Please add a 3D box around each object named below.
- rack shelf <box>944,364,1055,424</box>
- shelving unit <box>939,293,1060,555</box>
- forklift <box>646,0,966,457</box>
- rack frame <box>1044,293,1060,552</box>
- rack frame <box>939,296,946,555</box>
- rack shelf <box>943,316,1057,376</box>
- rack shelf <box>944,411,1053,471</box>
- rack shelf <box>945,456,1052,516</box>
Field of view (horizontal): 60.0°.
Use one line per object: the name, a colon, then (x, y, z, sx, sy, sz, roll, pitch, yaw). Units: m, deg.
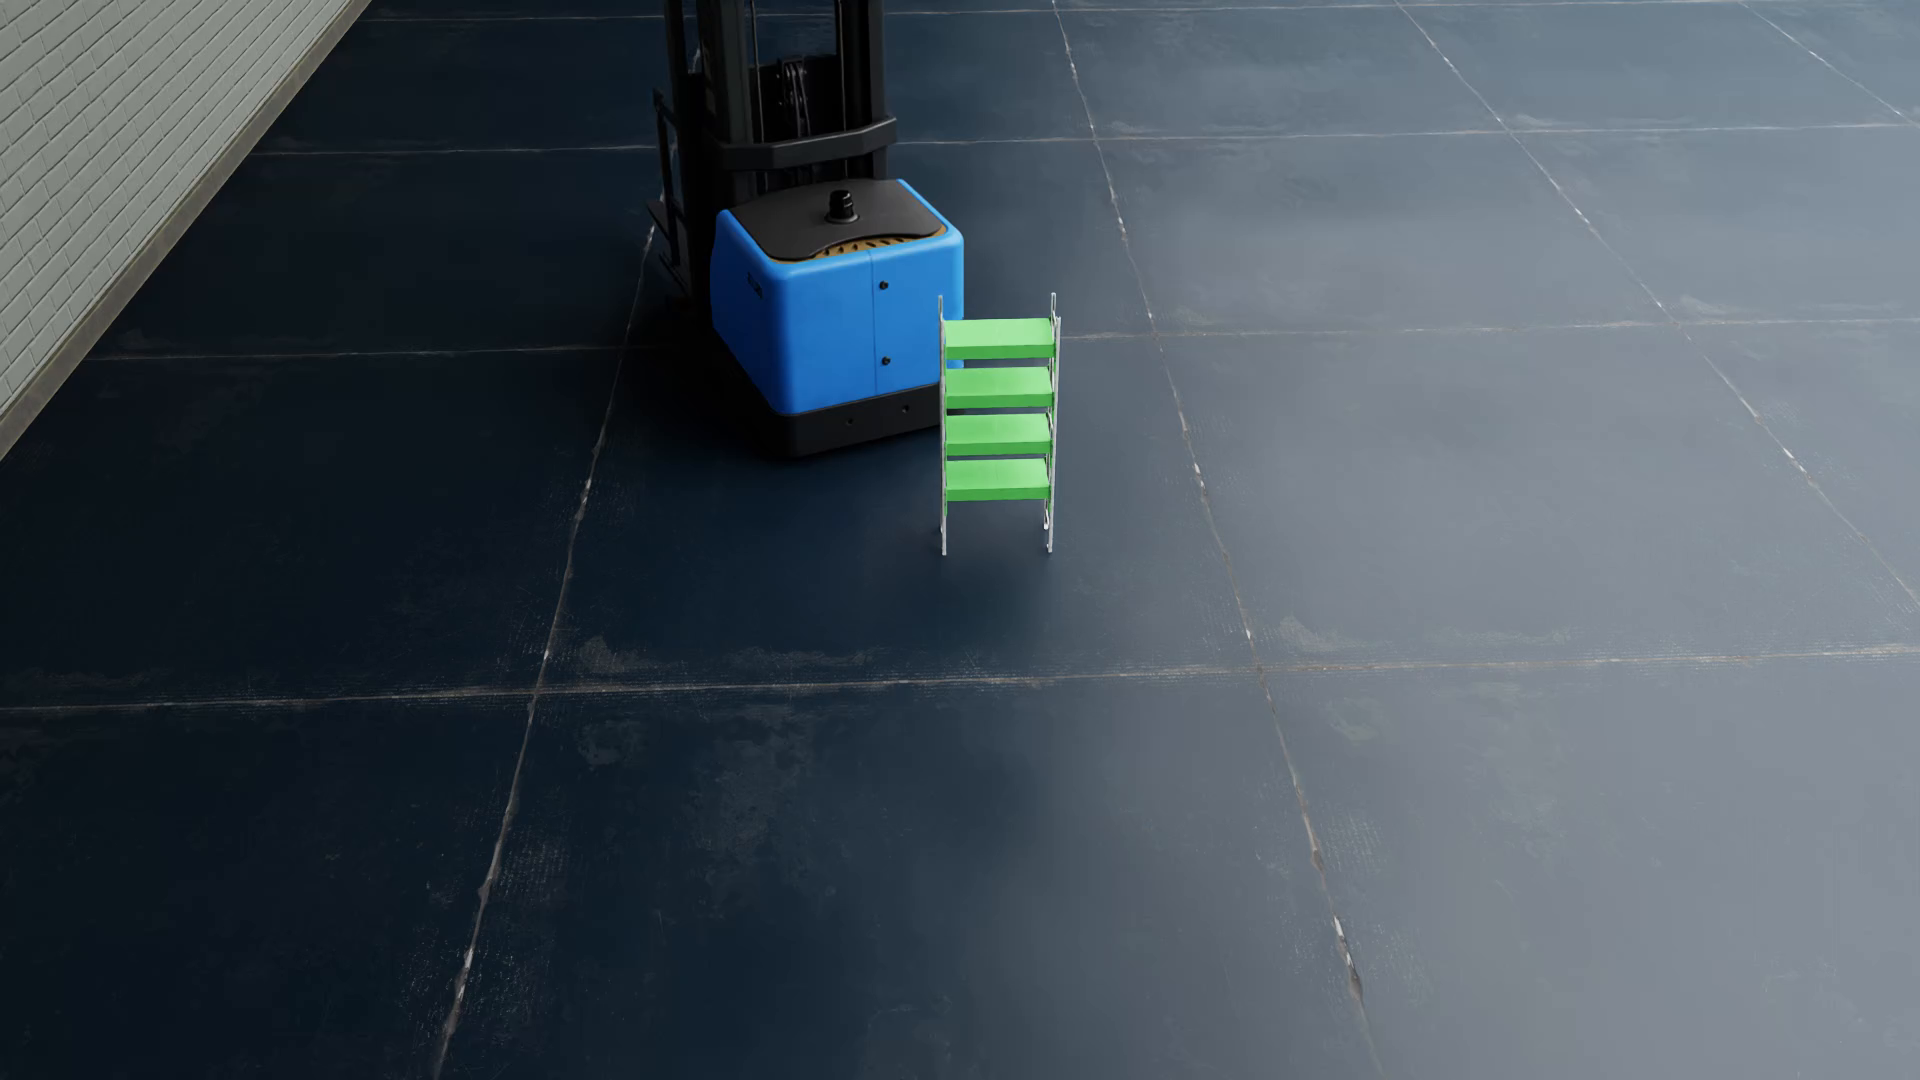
rack shelf: (0.165, -0.643, 7.315, 0.480, 0.148, 0.258, -2, 35, -2)
shelving unit: (0.165, -0.498, 7.415, 0.503, 1.200, 0.258, -2, 35, -2)
forklift: (-1.036, -2.441, 8.701, 1.130, 2.935, 3.031, -14, 37, -20)
rack frame: (0.409, -0.504, 7.424, 0.015, 1.200, 0.240, -2, 35, -2)
rack frame: (-0.078, -0.491, 7.405, 0.015, 1.200, 0.240, -2, 35, -2)
rack shelf: (0.165, -0.840, 7.178, 0.480, 0.148, 0.258, -2, 35, -2)
rack shelf: (0.165, -0.445, 7.451, 0.480, 0.148, 0.258, -2, 35, -2)
rack shelf: (0.165, -0.248, 7.588, 0.480, 0.148, 0.258, -2, 35, -2)
